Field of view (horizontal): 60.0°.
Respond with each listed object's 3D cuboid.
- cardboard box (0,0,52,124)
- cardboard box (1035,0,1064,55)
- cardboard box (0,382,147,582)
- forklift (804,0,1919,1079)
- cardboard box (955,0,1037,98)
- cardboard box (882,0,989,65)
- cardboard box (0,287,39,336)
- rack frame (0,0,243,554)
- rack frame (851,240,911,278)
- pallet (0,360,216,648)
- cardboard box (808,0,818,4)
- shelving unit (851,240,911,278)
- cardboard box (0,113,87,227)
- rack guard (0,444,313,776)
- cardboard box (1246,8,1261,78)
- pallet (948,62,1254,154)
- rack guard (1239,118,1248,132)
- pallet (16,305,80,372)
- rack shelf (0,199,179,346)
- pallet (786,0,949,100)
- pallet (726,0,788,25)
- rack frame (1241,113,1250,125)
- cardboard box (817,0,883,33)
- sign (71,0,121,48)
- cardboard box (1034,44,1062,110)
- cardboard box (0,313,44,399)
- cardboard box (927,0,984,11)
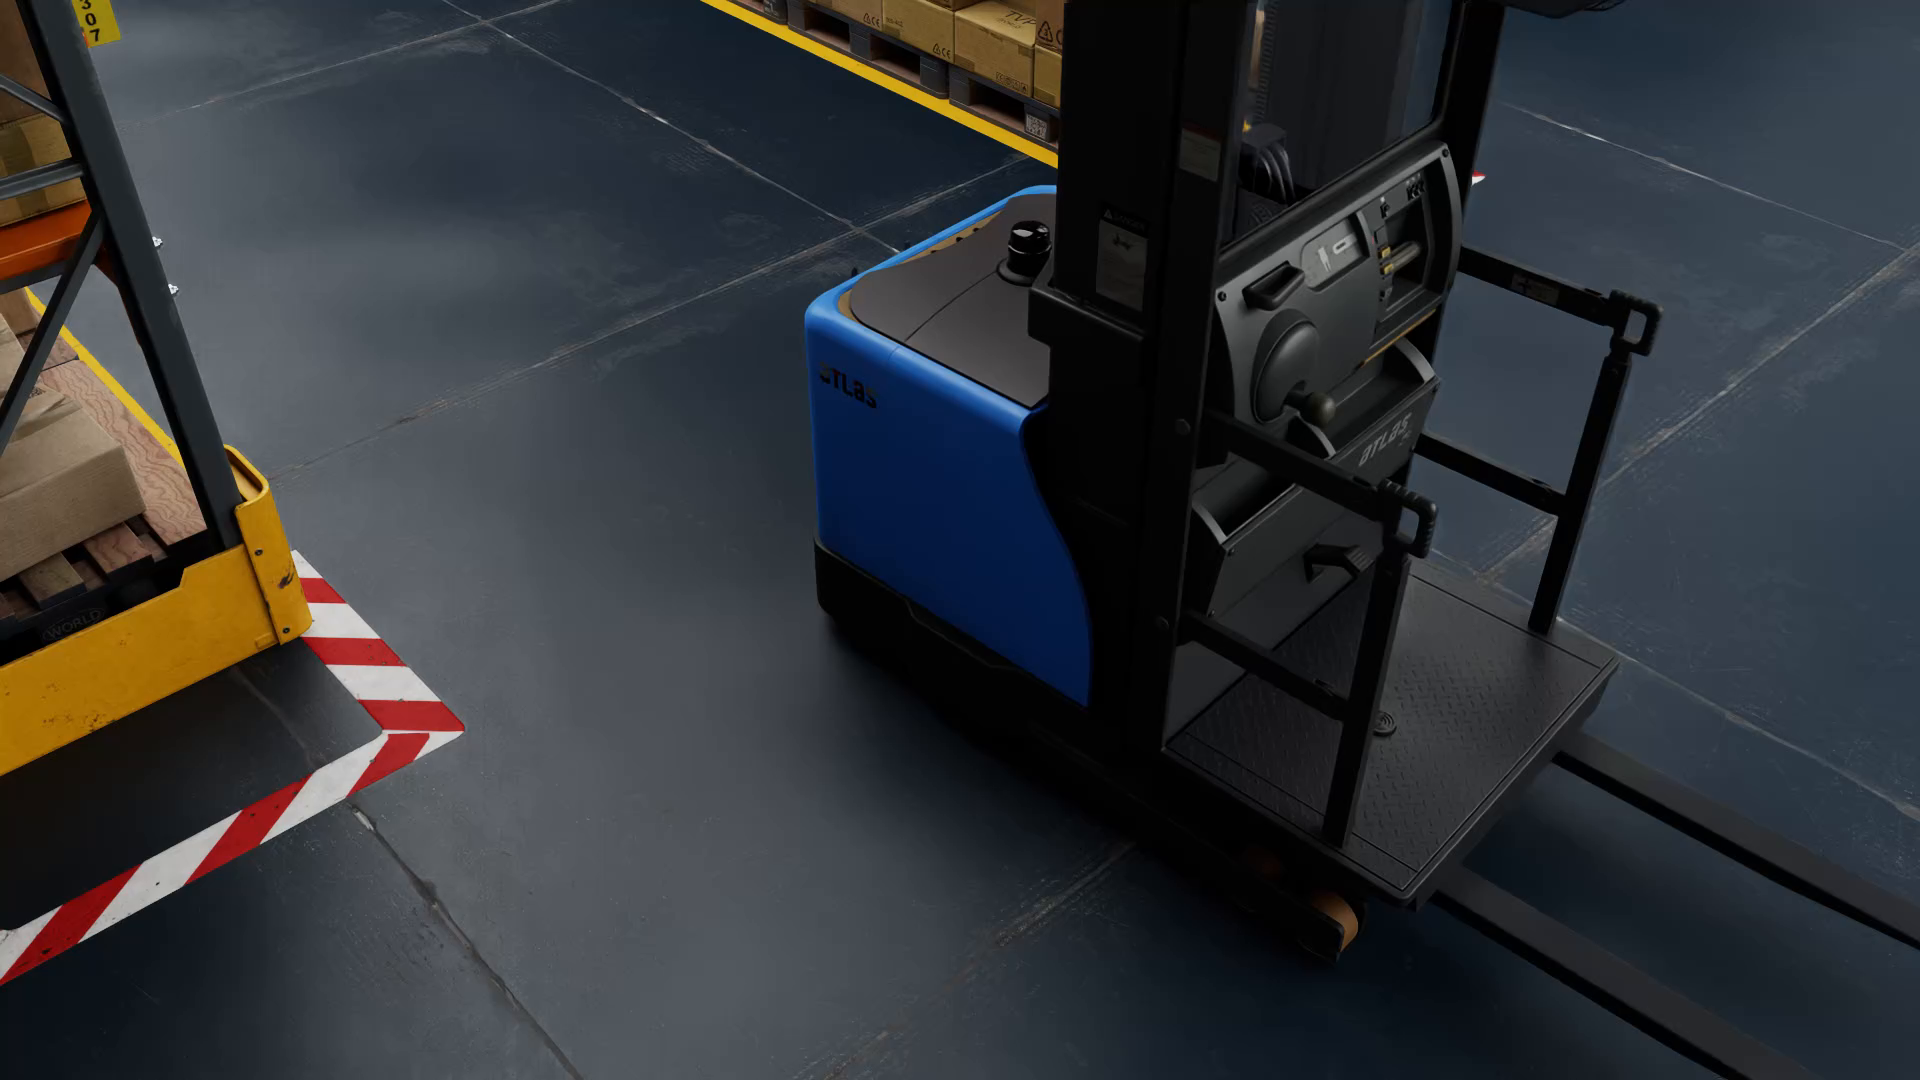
[{"bbox_3d":[-2.496,-1.298,3.977,0.500,0.500,0.500,-30,48,-32],"label":"cardboard box"},{"bbox_3d":[0.670,-2.323,6.996,0.500,0.500,0.500,-30,48,-32],"label":"cardboard box"},{"bbox_3d":[-2.796,-0.192,4.890,0.500,0.311,0.500,29,47,31],"label":"cardboard box"},{"bbox_3d":[1.002,-0.513,3.552,3.031,2.935,1.130,30,48,32],"label":"forklift"},{"bbox_3d":[0.325,-2.258,7.513,0.500,0.250,0.500,-30,48,-32],"label":"cardboard box"},{"bbox_3d":[-0.015,-2.489,7.798,0.500,0.250,0.500,-30,48,-32],"label":"cardboard box"},{"bbox_3d":[-3.641,-0.890,5.604,0.500,0.500,0.700,31,48,33],"label":"cardboard box"},{"bbox_3d":[-2.394,-0.709,3.740,1.000,3.000,0.127,-30,48,-32],"label":"rack frame"},{"bbox_3d":[-0.230,-0.482,5.131,0.006,0.900,0.240,30,48,32],"label":"rack frame"},{"bbox_3d":[-2.969,-0.050,5.144,1.003,0.211,1.213,-30,48,-32],"label":"pallet"},{"bbox_3d":[-0.694,-2.950,8.369,0.500,0.250,0.500,-30,48,-32],"label":"cardboard box"},{"bbox_3d":[-0.155,-0.439,5.077,0.210,0.900,0.258,30,48,32],"label":"shelving unit"},{"bbox_3d":[-2.490,-1.019,4.228,0.500,0.250,0.500,-31,48,-33],"label":"cardboard box"},{"bbox_3d":[-2.445,0.229,4.569,1.175,0.500,0.348,-30,48,-32],"label":"rack guard"},{"bbox_3d":[1.053,-2.252,7.505,0.500,0.250,0.500,-30,48,-32],"label":"cardboard box"},{"bbox_3d":[0.704,-2.067,7.641,1.003,0.211,1.213,-30,48,-32],"label":"pallet"},{"bbox_3d":[1.269,-1.832,7.120,1.175,0.500,0.348,-30,48,-32],"label":"rack guard"},{"bbox_3d":[-3.790,-0.614,5.843,1.003,0.211,1.213,-30,48,-32],"label":"pallet"},{"bbox_3d":[-3.747,-1.354,5.112,1.077,0.370,4.000,-30,48,-32],"label":"rack shelf"},{"bbox_3d":[-0.117,-2.631,8.340,1.003,0.211,1.213,-30,48,-32],"label":"pallet"},{"bbox_3d":[-0.946,-3.196,9.039,1.003,0.211,1.213,-30,48,-32],"label":"pallet"},{"bbox_3d":[1.252,-2.815,6.349,1.000,3.000,0.127,-30,48,-32],"label":"rack frame"},{"bbox_3d":[-0.351,-2.721,8.086,0.500,0.250,0.500,-30,48,-32],"label":"cardboard box"},{"bbox_3d":[-1.995,-1.276,3.754,0.100,0.325,0.005,-30,48,-32],"label":"sign"},{"bbox_3d":[0.672,-2.032,7.232,0.500,0.250,0.500,-30,48,-32],"label":"cardboard box"},{"bbox_3d":[-3.181,-0.456,5.217,0.500,0.311,0.500,-26,46,-28],"label":"cardboard box"},{"bbox_3d":[-0.017,-2.779,7.561,0.500,0.500,0.500,-30,48,-32],"label":"cardboard box"}]
